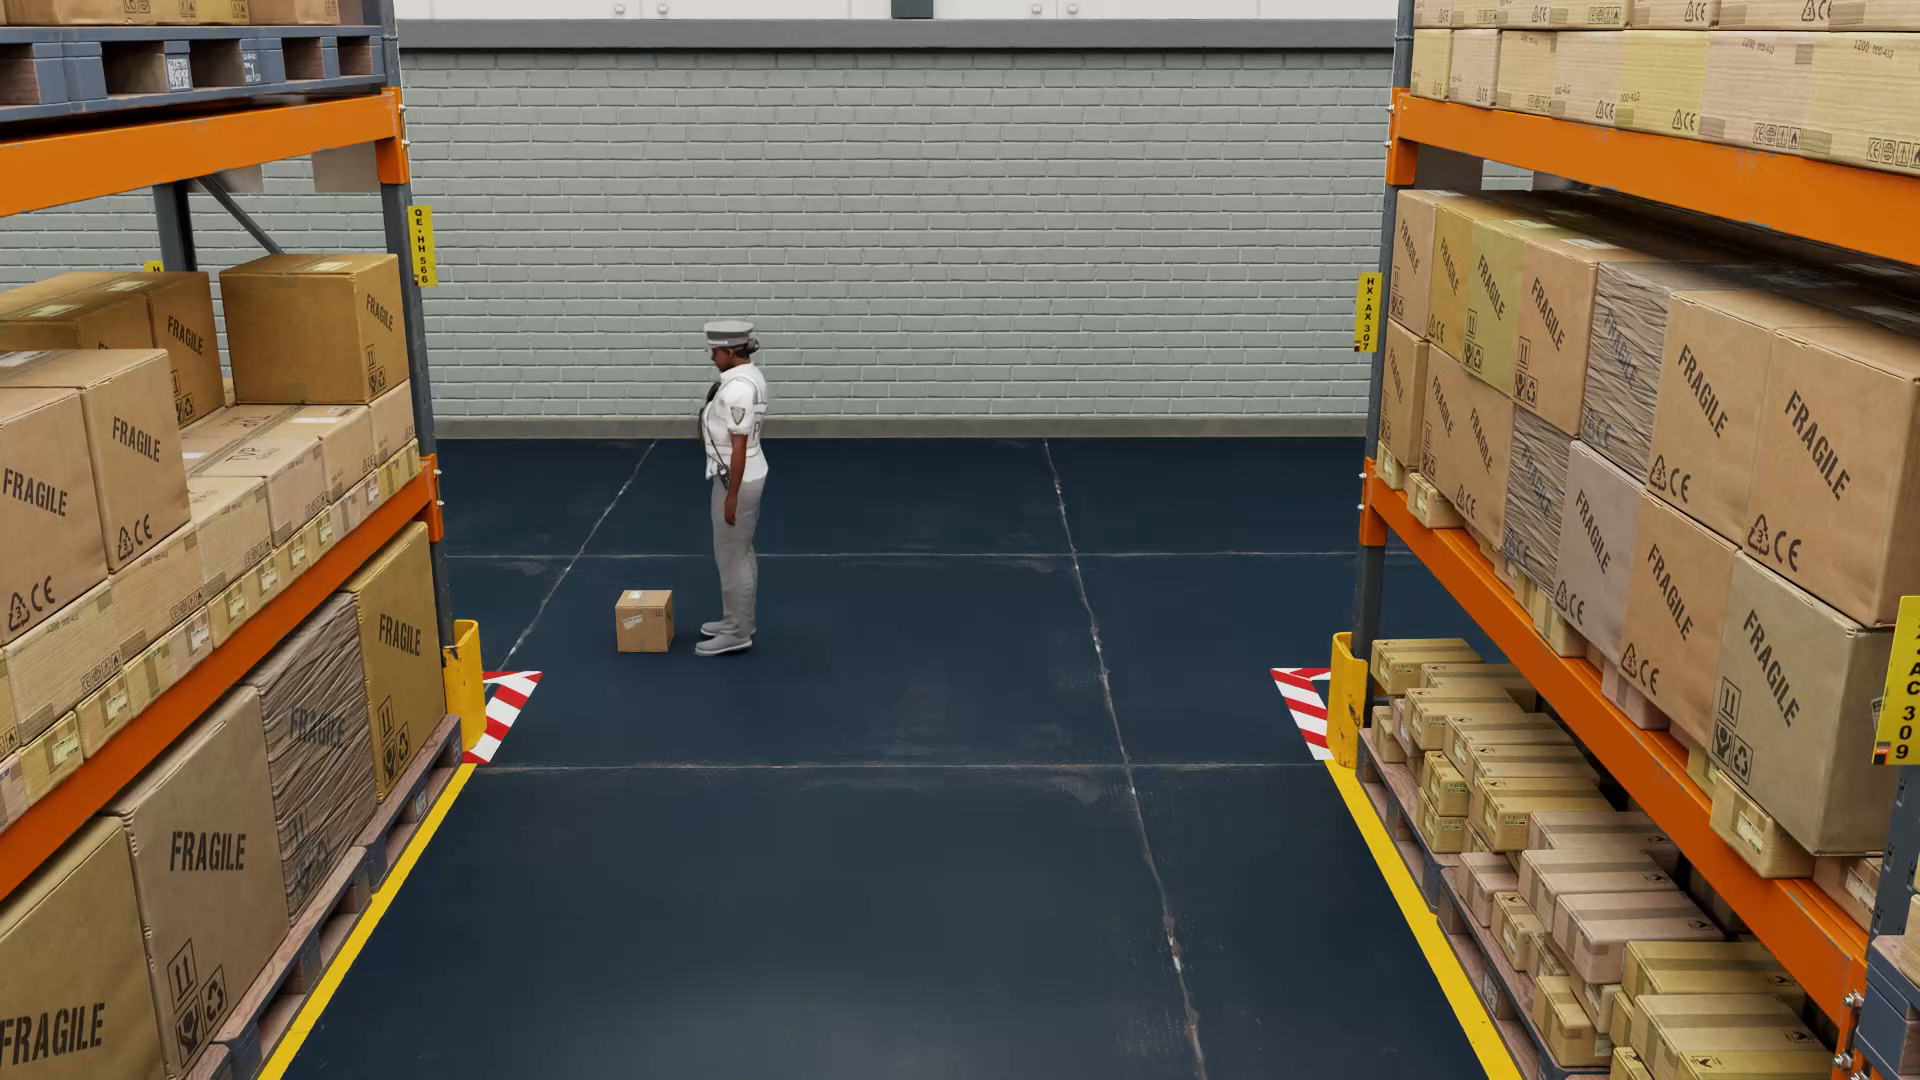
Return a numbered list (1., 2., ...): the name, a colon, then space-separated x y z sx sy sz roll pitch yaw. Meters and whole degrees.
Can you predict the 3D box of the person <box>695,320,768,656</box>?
1. person: -1.158 -0.268 8.372 0.400 1.679 0.469 0 17 -1
